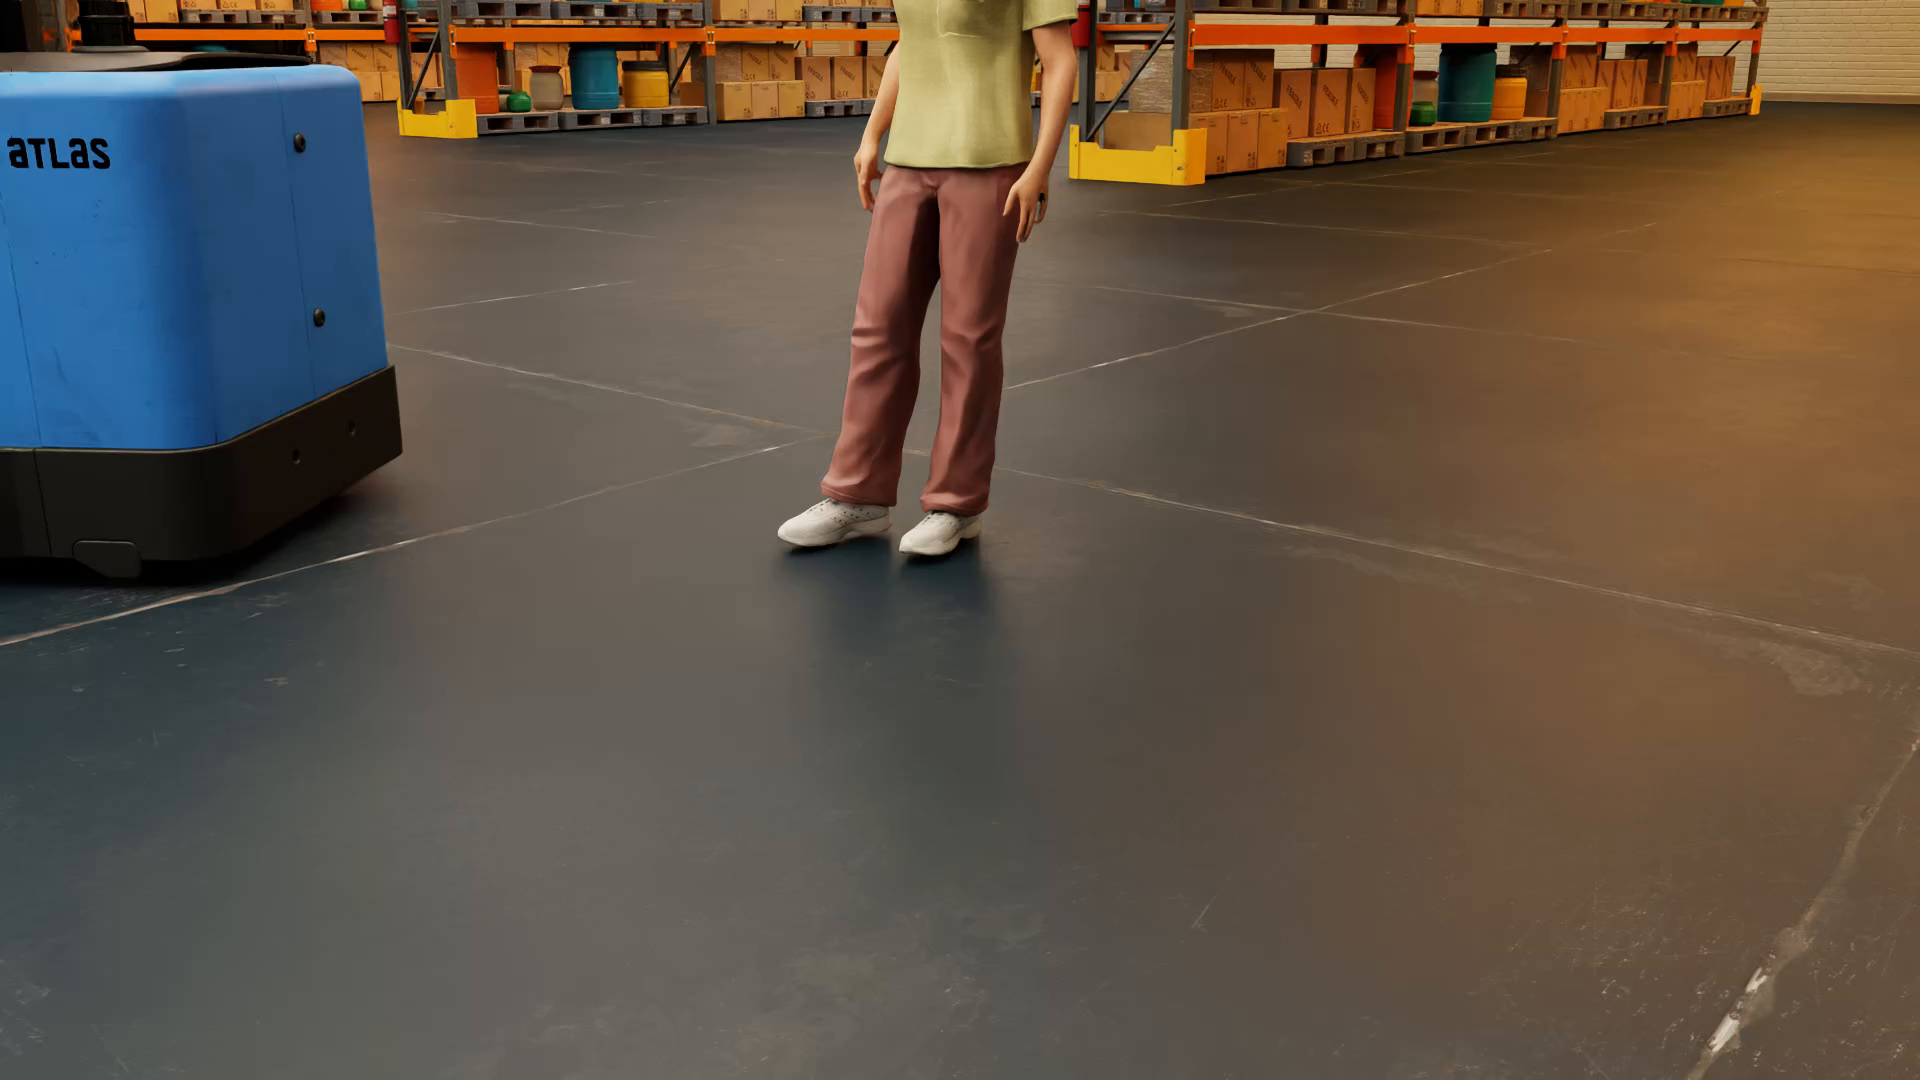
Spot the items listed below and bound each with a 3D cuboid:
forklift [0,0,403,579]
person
[{"bbox_3d":[-3.037,-1.473,3.747,3.031,2.935,1.130,1,17,4],"label":"forklift"},{"bbox_3d":[-0.056,-0.794,3.648,0.554,1.673,0.548,13,21,37],"label":"person"}]
